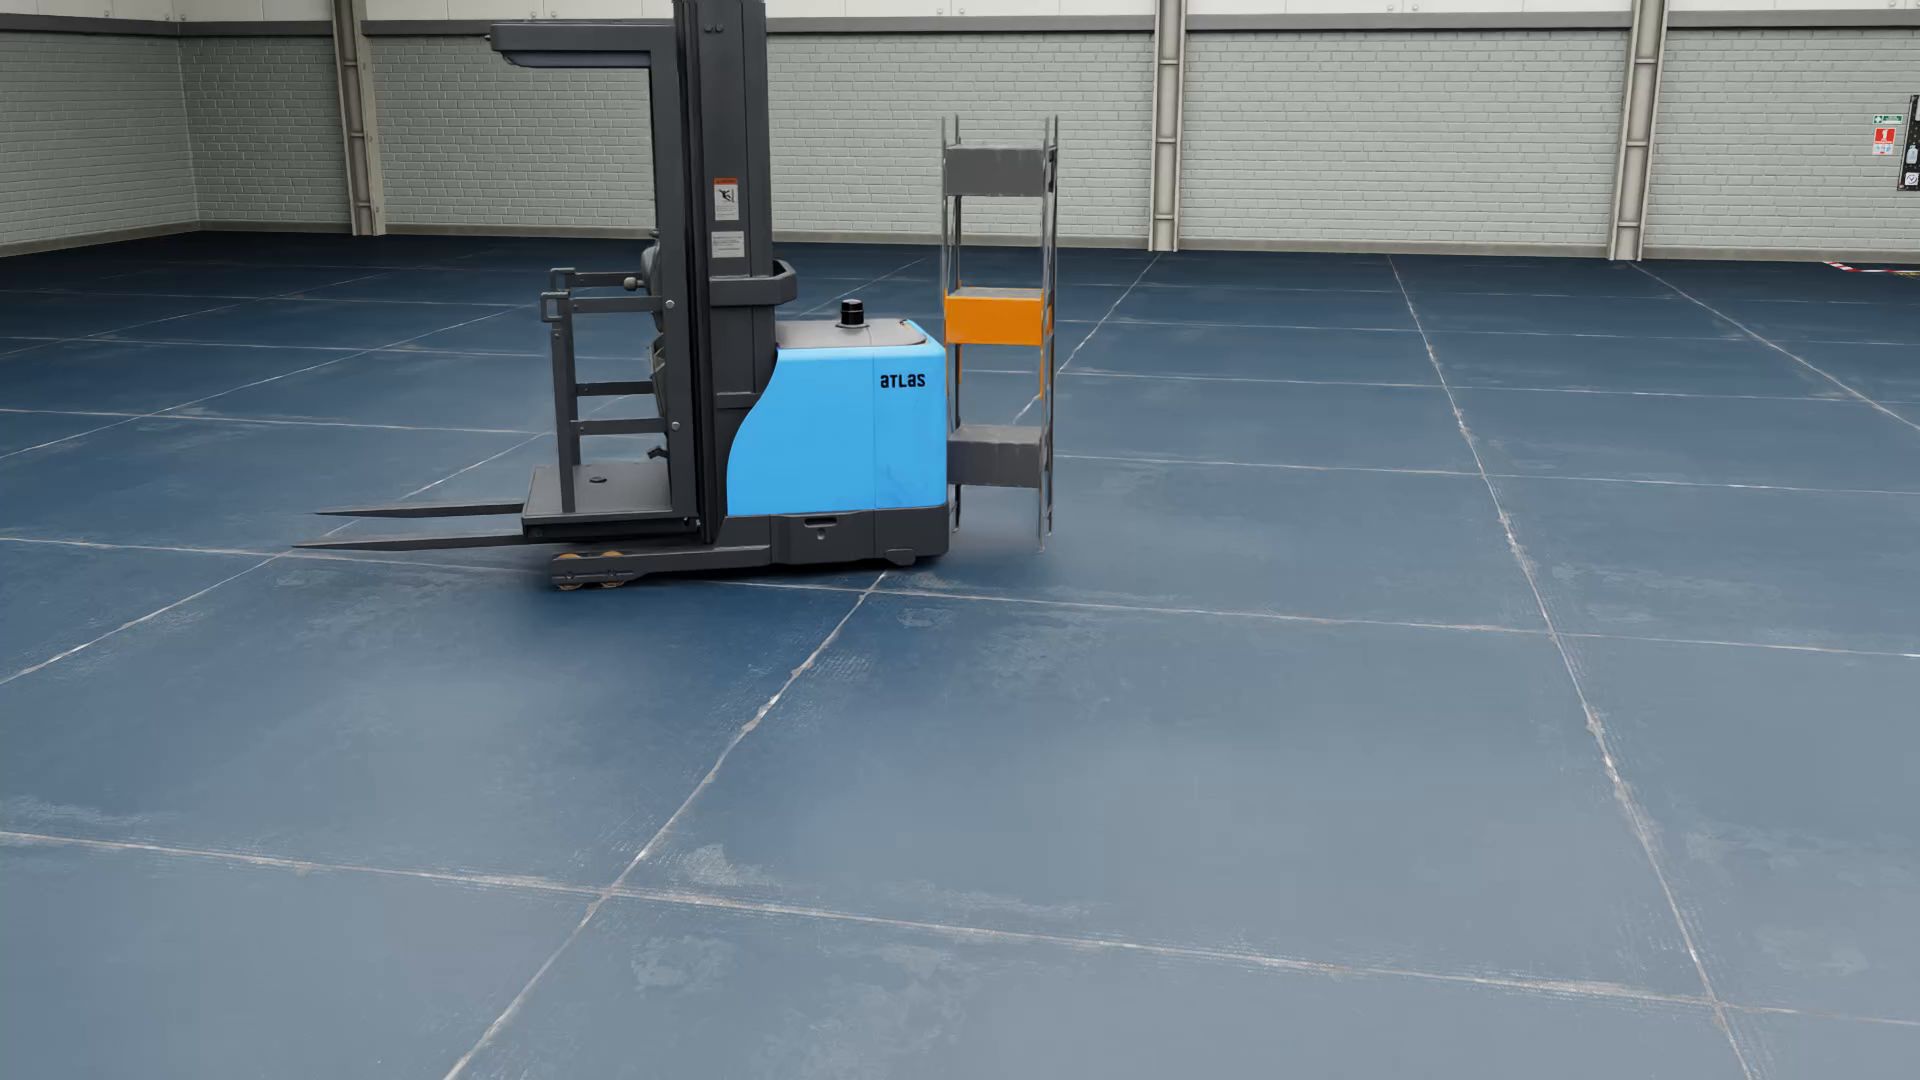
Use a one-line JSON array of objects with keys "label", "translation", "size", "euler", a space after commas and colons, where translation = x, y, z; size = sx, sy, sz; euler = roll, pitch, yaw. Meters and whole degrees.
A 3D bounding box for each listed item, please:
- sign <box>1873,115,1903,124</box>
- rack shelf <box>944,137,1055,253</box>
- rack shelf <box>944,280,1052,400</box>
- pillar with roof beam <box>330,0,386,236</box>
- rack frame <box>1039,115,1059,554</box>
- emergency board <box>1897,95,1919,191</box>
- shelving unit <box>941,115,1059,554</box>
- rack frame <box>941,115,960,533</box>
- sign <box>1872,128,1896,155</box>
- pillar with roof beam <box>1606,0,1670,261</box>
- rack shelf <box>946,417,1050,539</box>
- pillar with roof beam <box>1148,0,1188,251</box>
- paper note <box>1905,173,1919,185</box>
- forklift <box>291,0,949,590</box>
[{"label": "sign", "translation": [11.632, -5.273, 20.848], "size": [0.331, 0.109, 0.001], "euler": [3, 16, 11]}, {"label": "rack shelf", "translation": [0.196, -1.668, 8.008], "size": [0.480, 0.518, 0.431], "euler": [3, 16, 10]}, {"label": "rack shelf", "translation": [0.196, -0.993, 8.195], "size": [0.480, 0.518, 0.431], "euler": [3, 16, 10]}, {"label": "pillar with roof beam", "translation": [-9.812, -7.846, 19.961], "size": [0.400, 9.000, 9.100], "euler": [3, 16, 11]}, {"label": "rack frame", "translation": [0.436, -0.995, 8.149], "size": [0.015, 2.100, 0.400], "euler": [3, 16, 10]}, {"label": "emergency board", "translation": [12.146, -4.951, 20.748], "size": [0.626, 1.169, 0.157], "euler": [3, 16, 11]}, {"label": "shelving unit", "translation": [0.196, -1.006, 8.191], "size": [0.503, 2.100, 0.431], "euler": [3, 16, 10]}, {"label": "rack frame", "translation": [-0.045, -1.018, 8.232], "size": [0.015, 2.100, 0.400], "euler": [3, 16, 10]}, {"label": "sign", "translation": [11.630, -5.020, 20.928], "size": [0.234, 0.329, 0.001], "euler": [3, 16, 11]}, {"label": "pillar with roof beam", "translation": [7.827, -6.889, 16.504], "size": [0.400, 9.000, 9.100], "euler": [3, 16, 11]}, {"label": "rack shelf", "translation": [0.196, -0.318, 8.381], "size": [0.480, 0.518, 0.431], "euler": [3, 16, 10]}, {"label": "pillar with roof beam", "translation": [1.948, -7.208, 17.656], "size": [0.400, 9.000, 9.100], "euler": [3, 16, 11]}, {"label": "paper note", "translation": [11.991, -4.549, 20.946], "size": [0.142, 0.148, 0.016], "euler": [3, 16, 11]}, {"label": "forklift", "translation": [-1.621, -1.335, 7.821], "size": [3.031, 2.935, 1.130], "euler": [-3, 16, -11]}]
